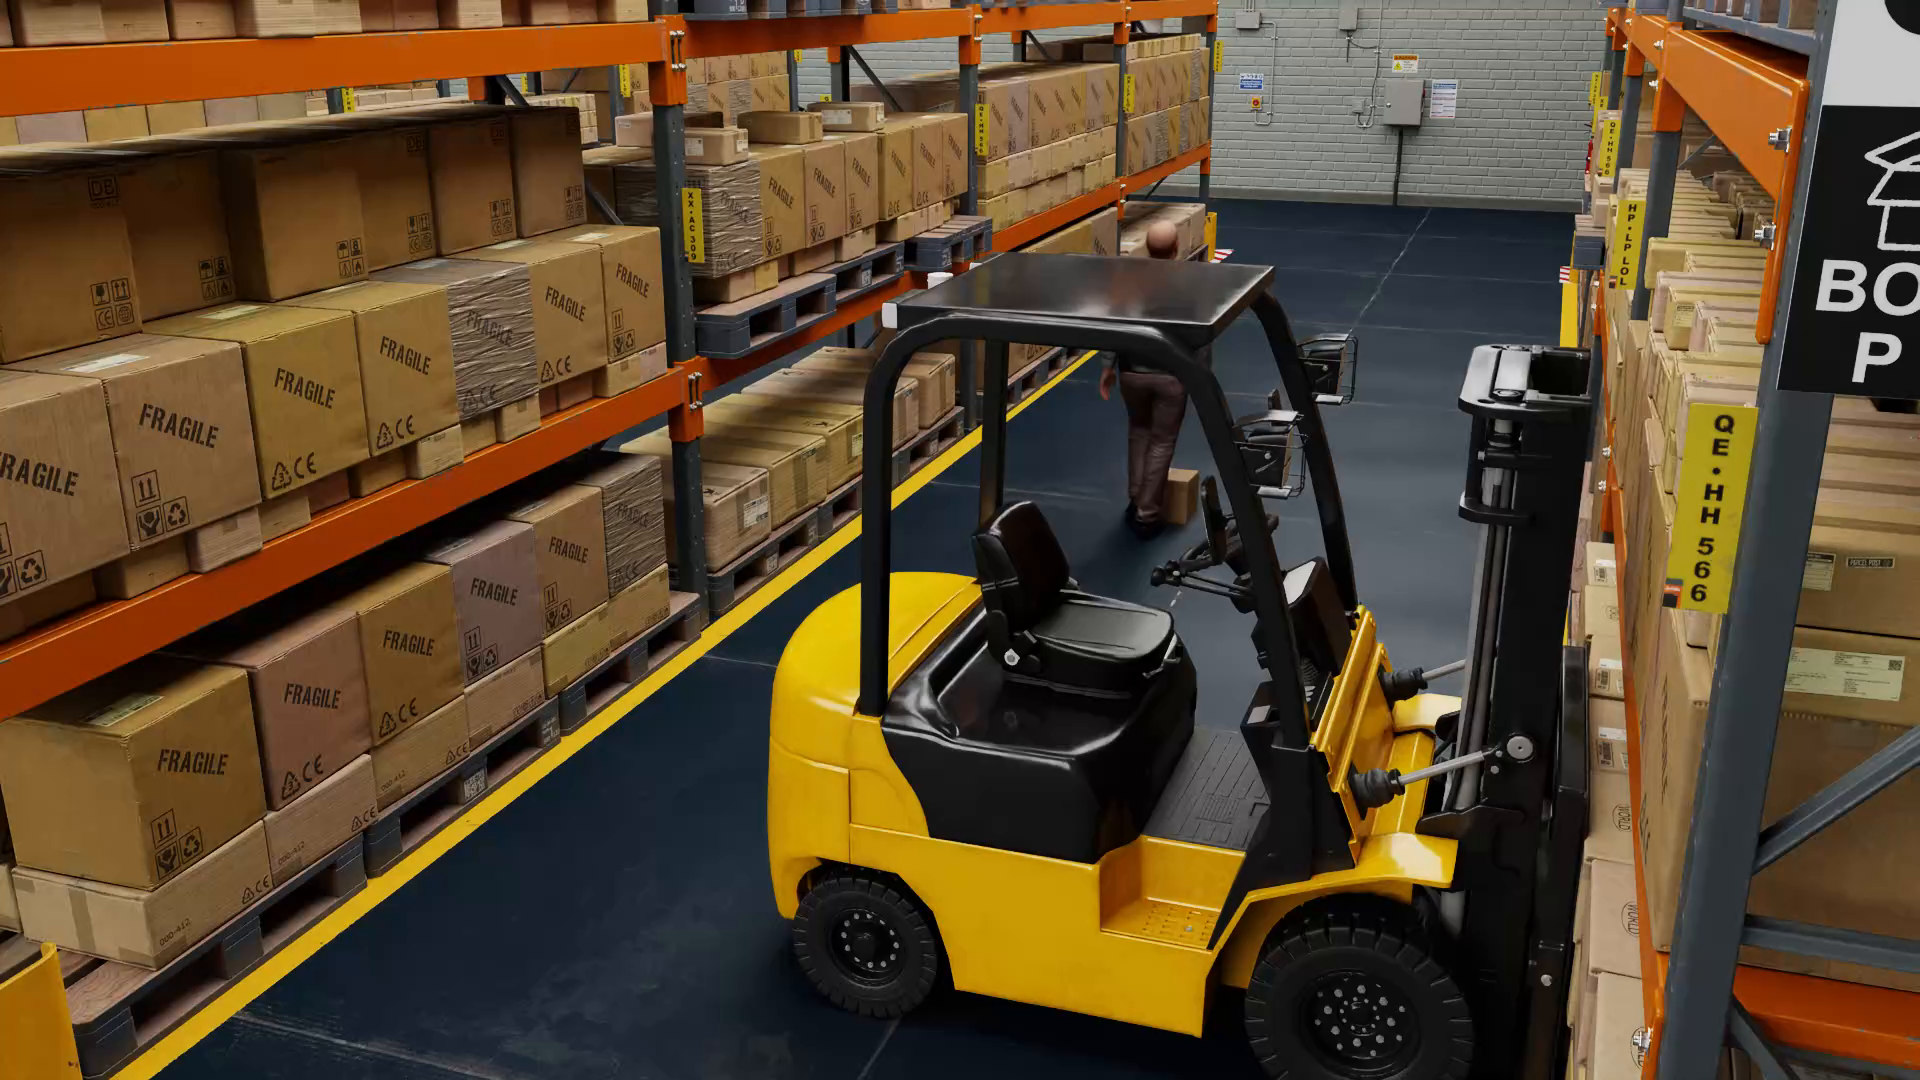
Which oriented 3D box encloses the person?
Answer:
[{"bbox_3d":[1.097,-0.894,9.263,0.600,1.753,0.557,8,20,21],"label":"person"}]
